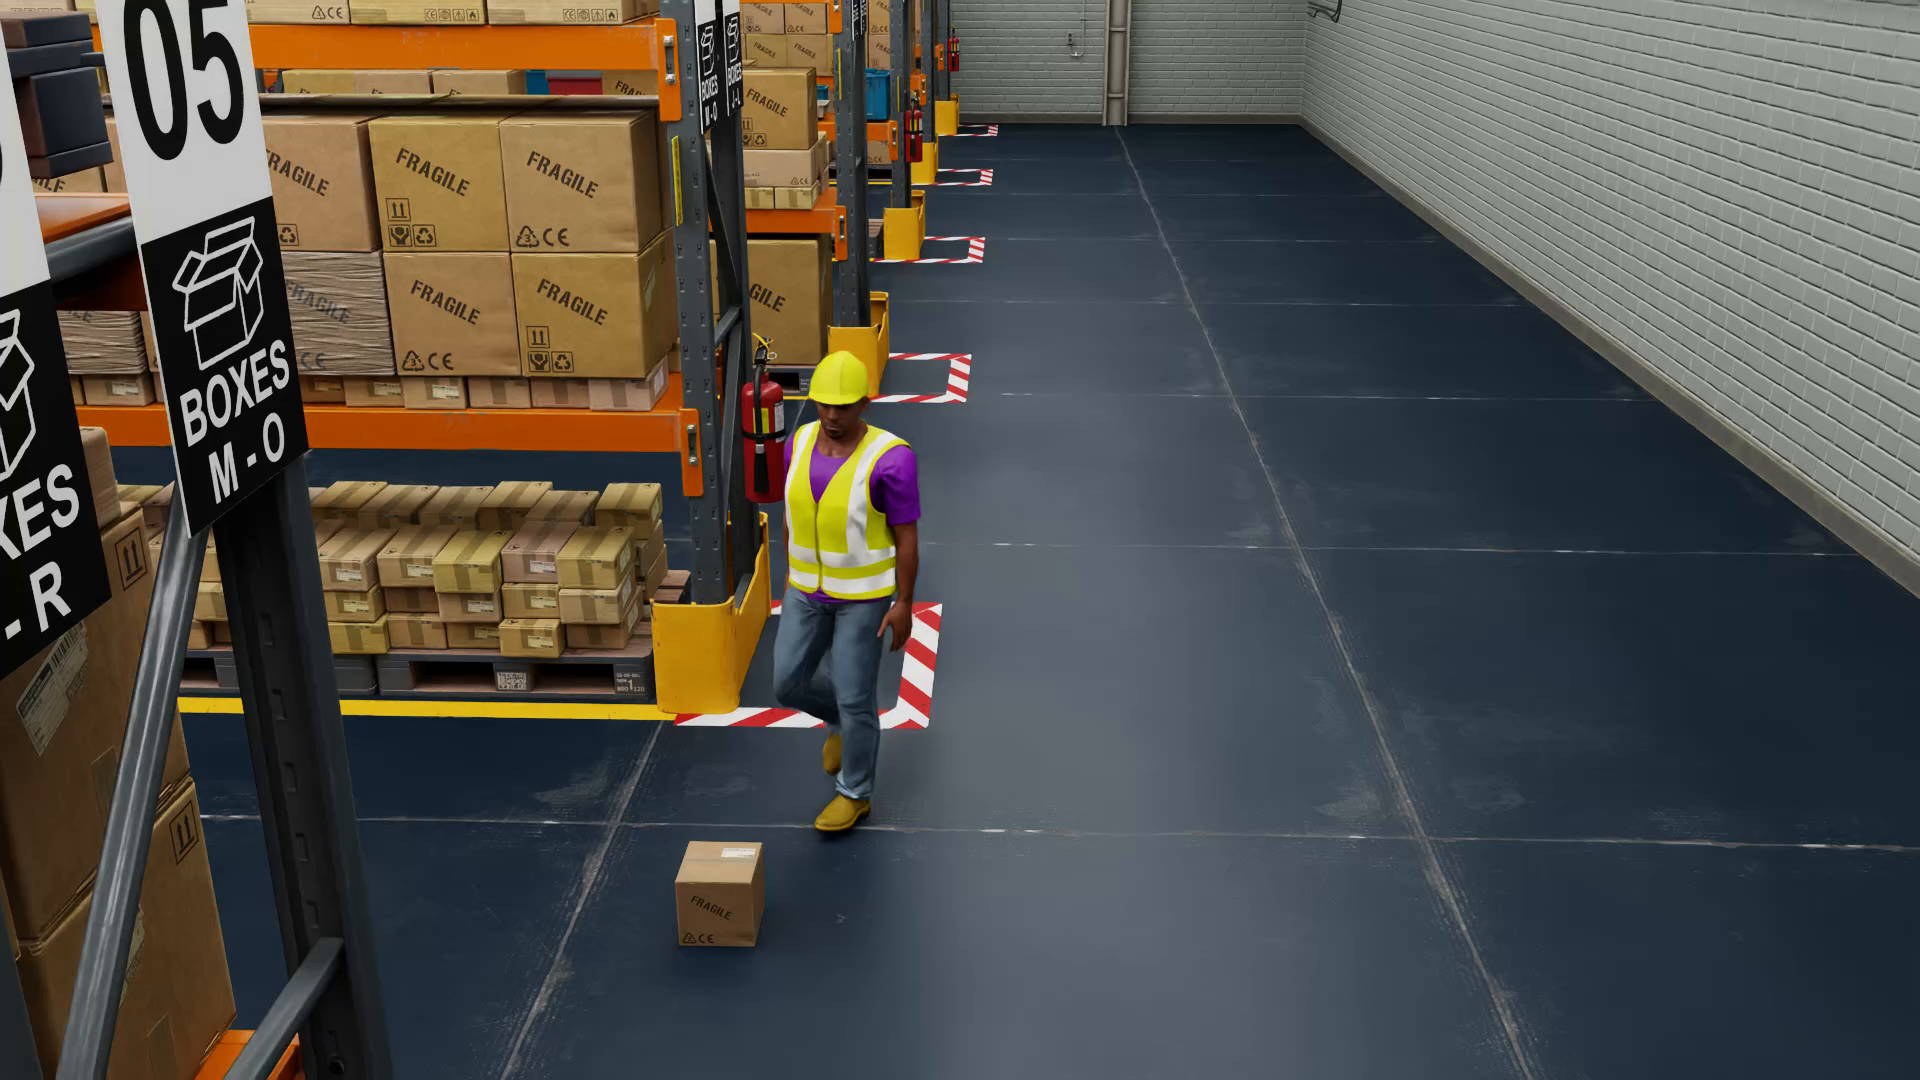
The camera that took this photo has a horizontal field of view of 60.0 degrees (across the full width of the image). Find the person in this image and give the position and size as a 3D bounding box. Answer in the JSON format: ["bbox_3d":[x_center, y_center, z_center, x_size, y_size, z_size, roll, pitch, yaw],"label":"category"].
[{"bbox_3d":[-0.422,0.178,6.052,0.590,1.767,0.581,12,24,28],"label":"person"}]
